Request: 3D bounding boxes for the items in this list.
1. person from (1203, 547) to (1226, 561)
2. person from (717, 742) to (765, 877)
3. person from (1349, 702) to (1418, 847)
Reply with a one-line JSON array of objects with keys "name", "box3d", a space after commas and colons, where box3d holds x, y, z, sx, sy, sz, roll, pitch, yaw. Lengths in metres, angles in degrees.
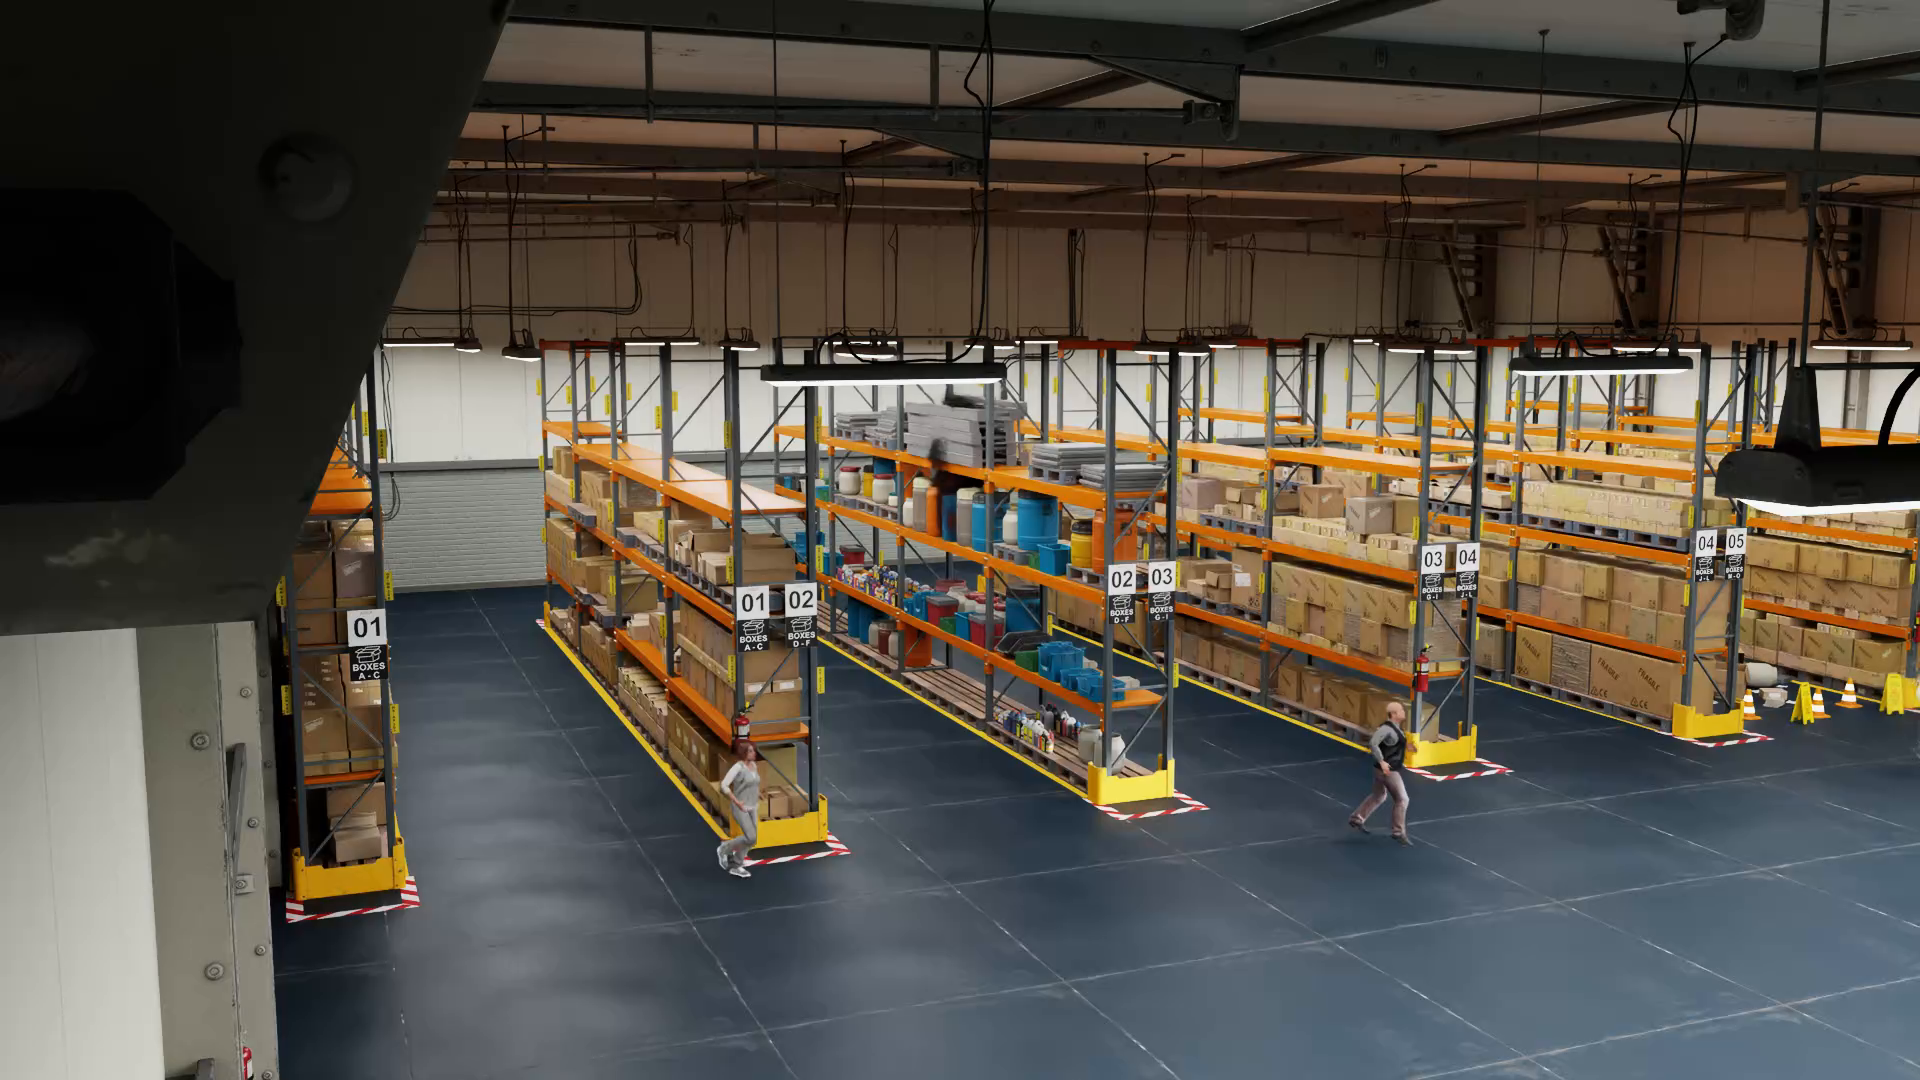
[{"name": "person", "box3d": [6.337, 0.073, 41.623, 0.770, 1.707, 0.763, 4, 9, 31]}, {"name": "person", "box3d": [-2.496, 3.135, 19.151, 0.496, 1.456, 0.549, 4, 8, 27]}, {"name": "person", "box3d": [5.189, 2.840, 20.362, 0.800, 1.769, 0.652, 2, 8, 15]}]
